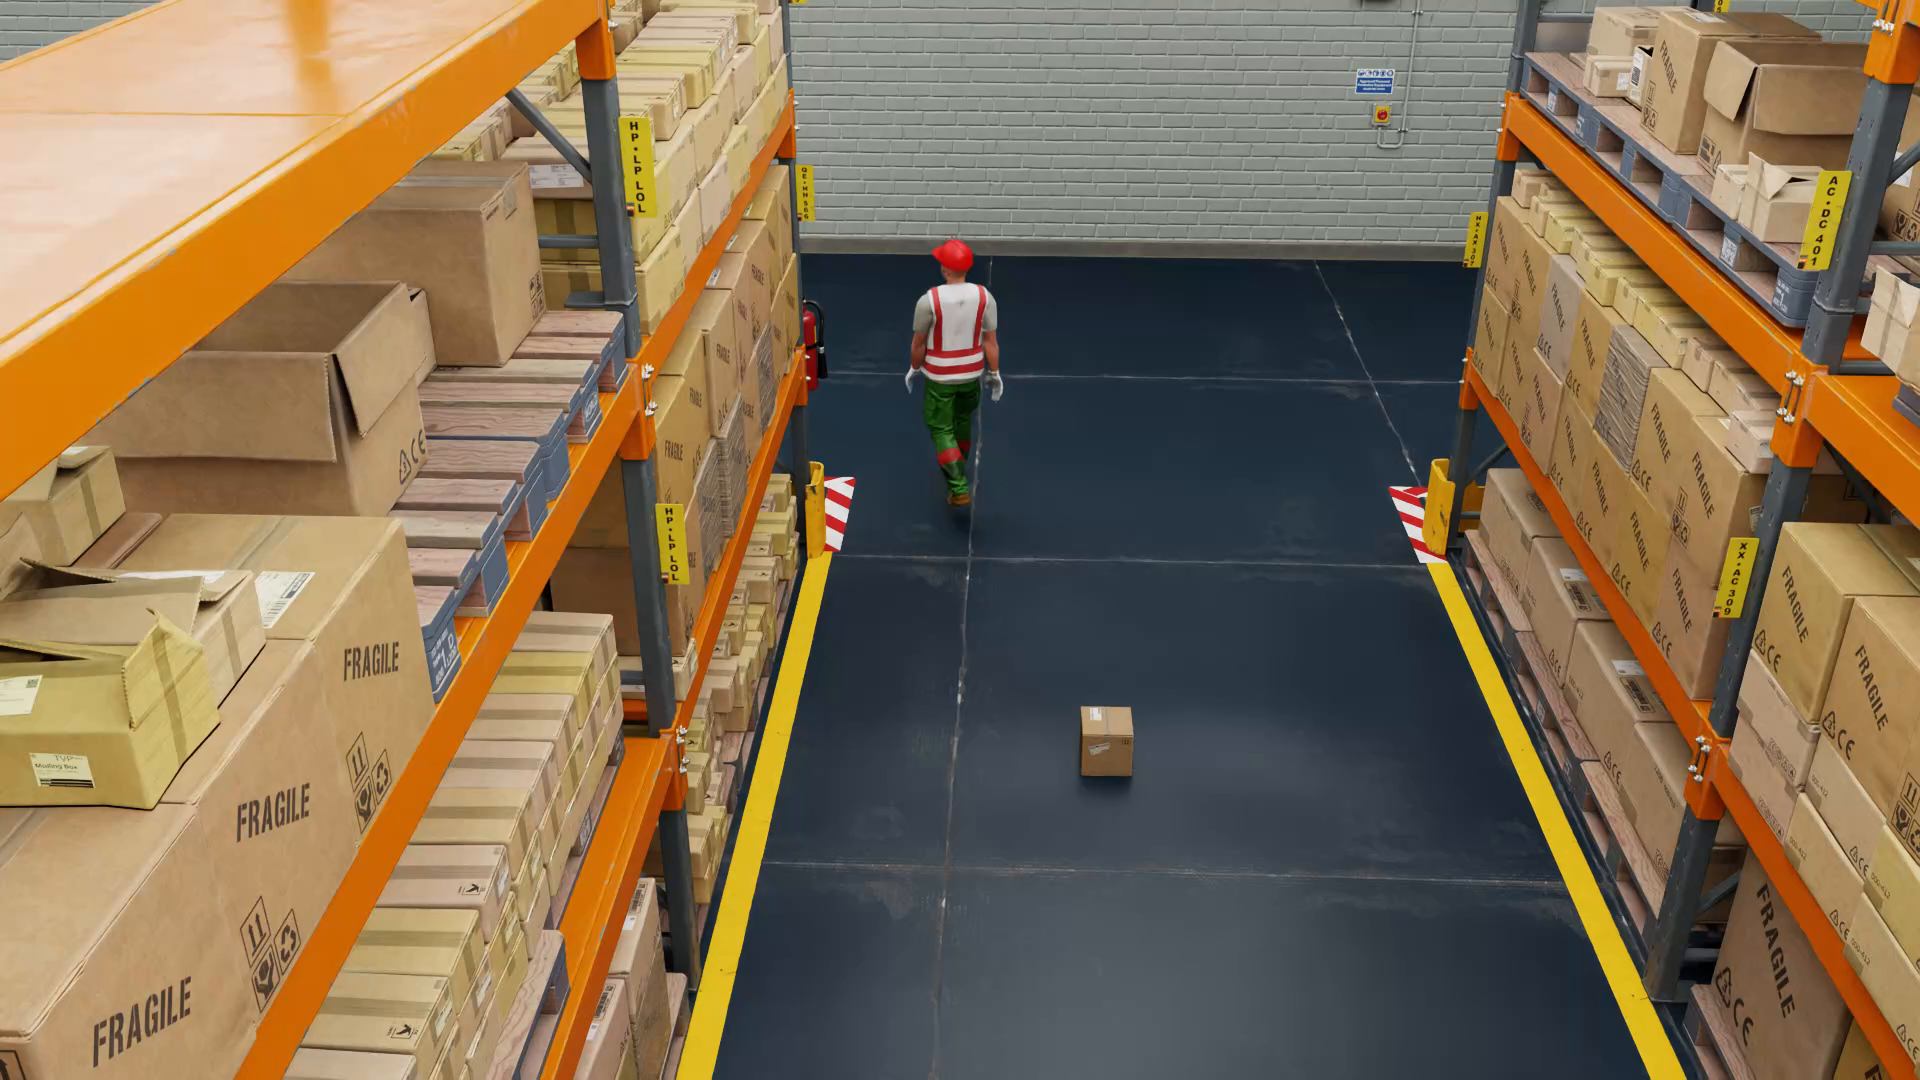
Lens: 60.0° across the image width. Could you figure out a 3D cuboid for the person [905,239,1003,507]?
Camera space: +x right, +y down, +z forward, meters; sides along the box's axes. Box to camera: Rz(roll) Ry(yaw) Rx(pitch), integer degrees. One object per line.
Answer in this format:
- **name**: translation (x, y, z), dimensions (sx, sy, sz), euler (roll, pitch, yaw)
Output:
- **person**: translation (-0.044, -1.075, 10.635), dimensions (0.599, 1.767, 0.948), euler (-7, 29, -14)
